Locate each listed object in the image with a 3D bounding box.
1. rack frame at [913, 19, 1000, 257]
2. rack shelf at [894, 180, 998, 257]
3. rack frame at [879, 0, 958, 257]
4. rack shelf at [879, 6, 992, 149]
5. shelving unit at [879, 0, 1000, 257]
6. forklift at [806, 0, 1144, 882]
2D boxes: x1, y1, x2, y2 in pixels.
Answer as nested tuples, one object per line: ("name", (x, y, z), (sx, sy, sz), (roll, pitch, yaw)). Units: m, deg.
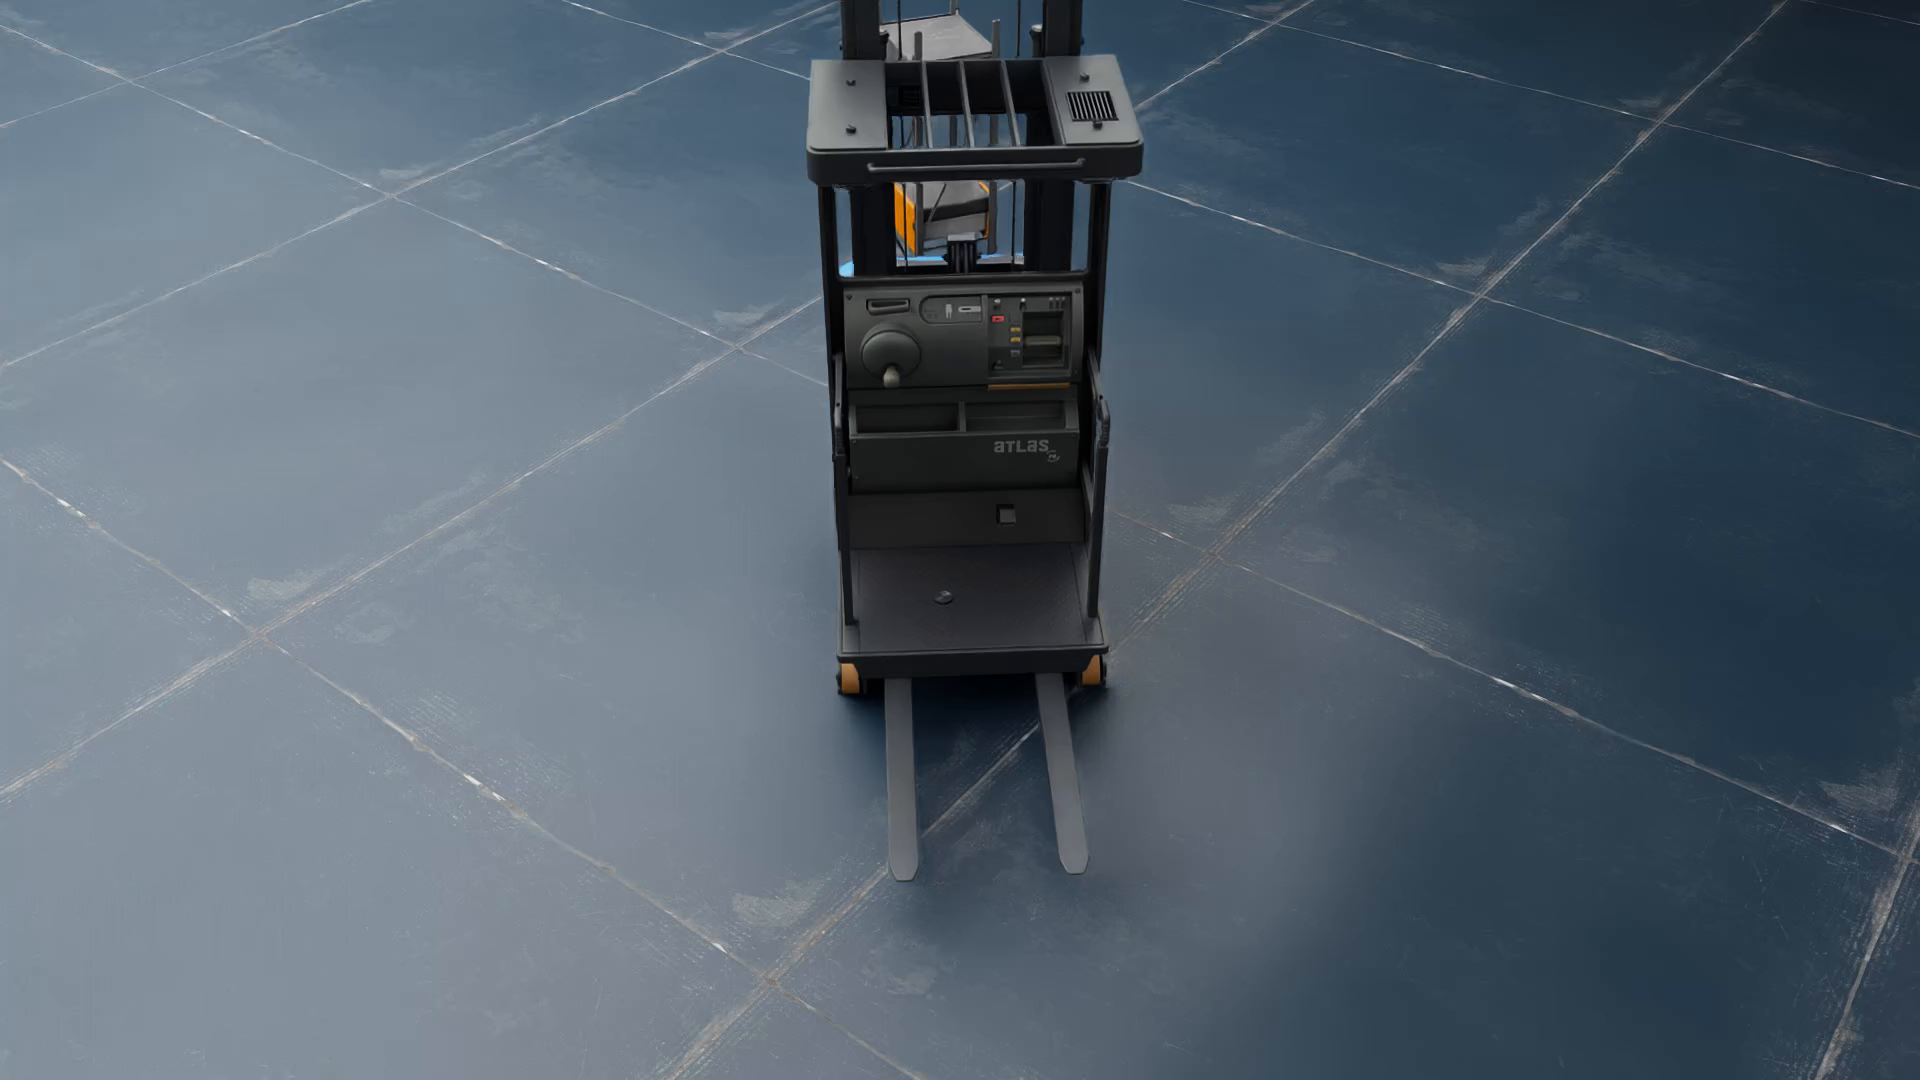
("rack frame", (-0.019, -1.389, 7.818), (0.400, 2.100, 0.015), (-14, 40, -18))
("rack shelf", (-0.111, -1.517, 8.004), (0.431, 0.518, 0.480), (-14, 40, -18))
("rack frame", (-0.204, -1.667, 8.174), (0.400, 2.100, 0.015), (-14, 40, -18))
("rack shelf", (-0.107, -2.070, 7.574), (0.431, 0.518, 0.480), (-14, 40, -18))
("shelving unit", (-0.111, -1.528, 7.996), (0.431, 2.100, 0.503), (-14, 40, -18))
("forklift", (0.030, -0.720, 6.292), (1.130, 2.935, 3.031), (-2, 38, -2))
